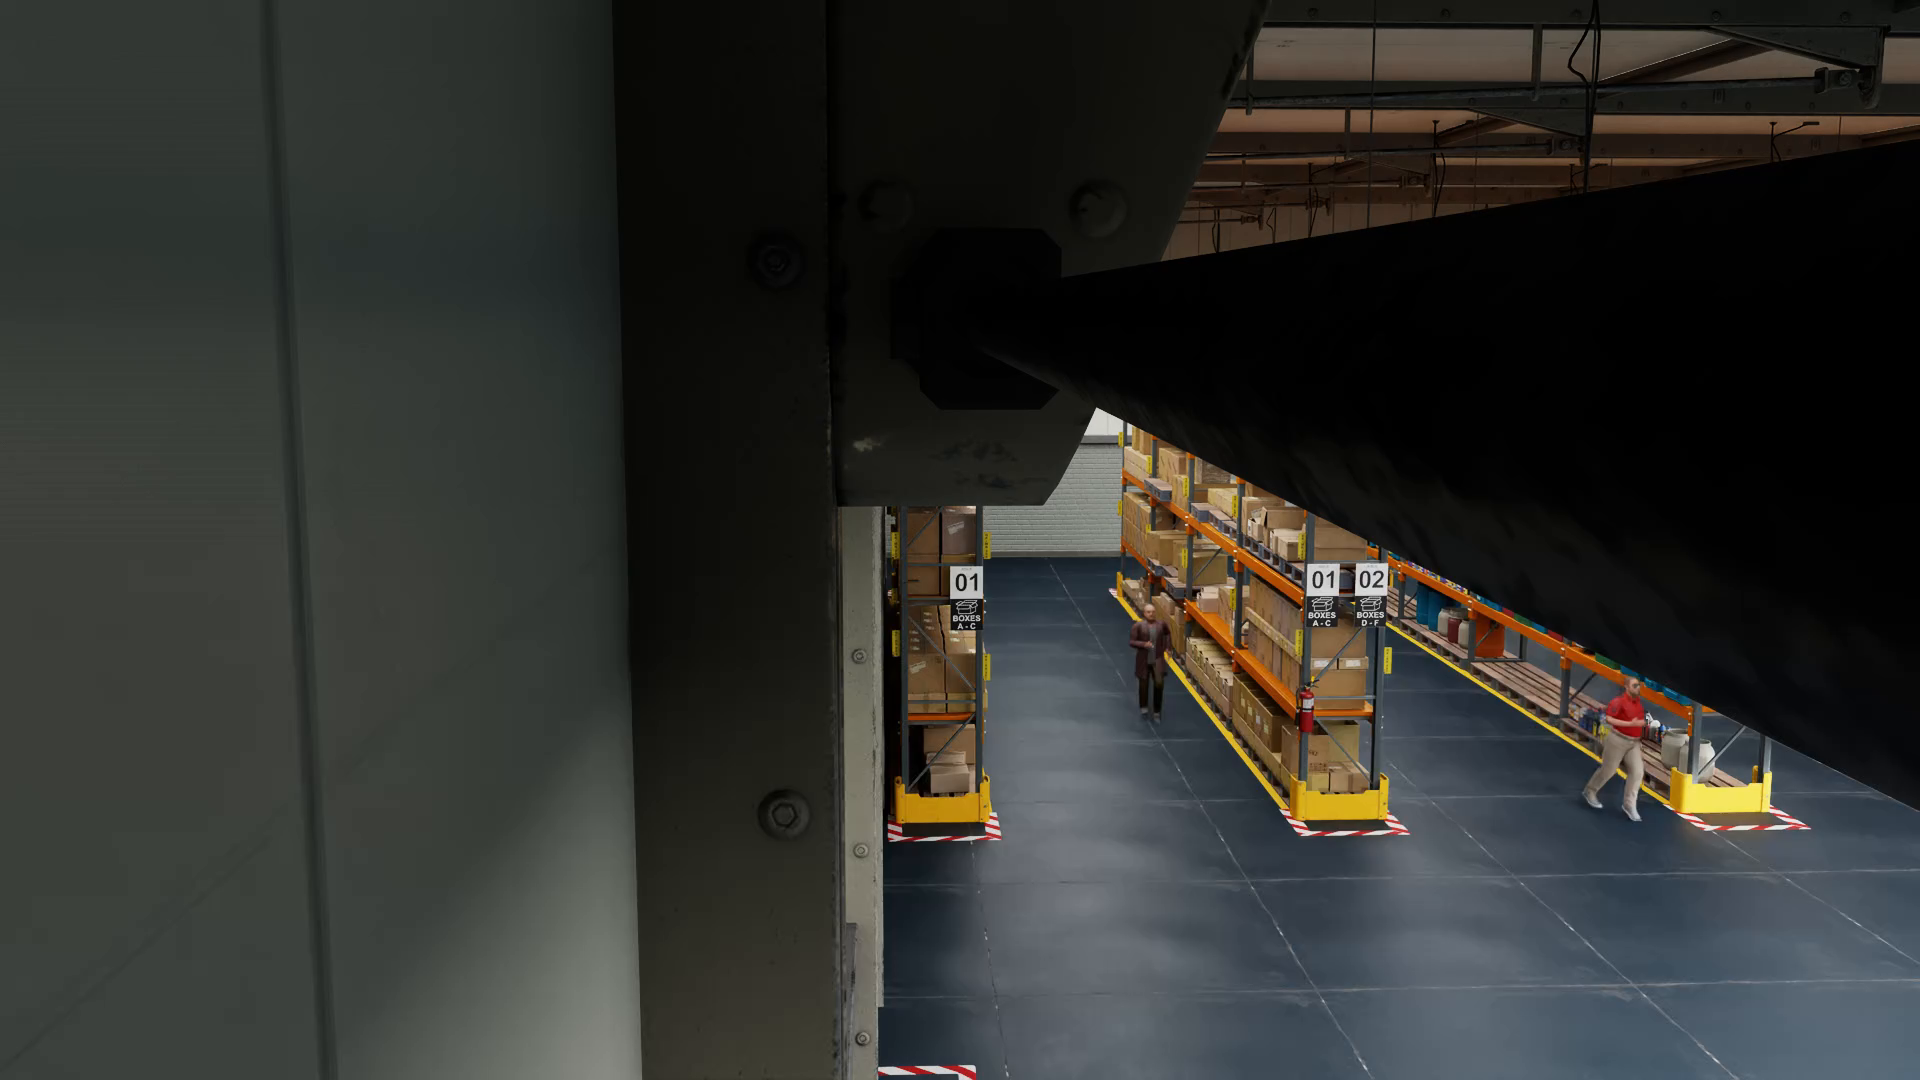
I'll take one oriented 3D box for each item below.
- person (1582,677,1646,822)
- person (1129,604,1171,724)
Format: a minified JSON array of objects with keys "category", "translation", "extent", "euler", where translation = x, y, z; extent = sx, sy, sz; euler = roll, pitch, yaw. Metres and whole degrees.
[{"category":"person","translation":[8.281,2.579,20.808],"extent":[0.662,1.788,0.816],"euler":[-4,9,-26]},{"category":"person","translation":[2.915,1.892,25.458],"extent":[0.672,1.834,0.810],"euler":[0,8,0]}]
